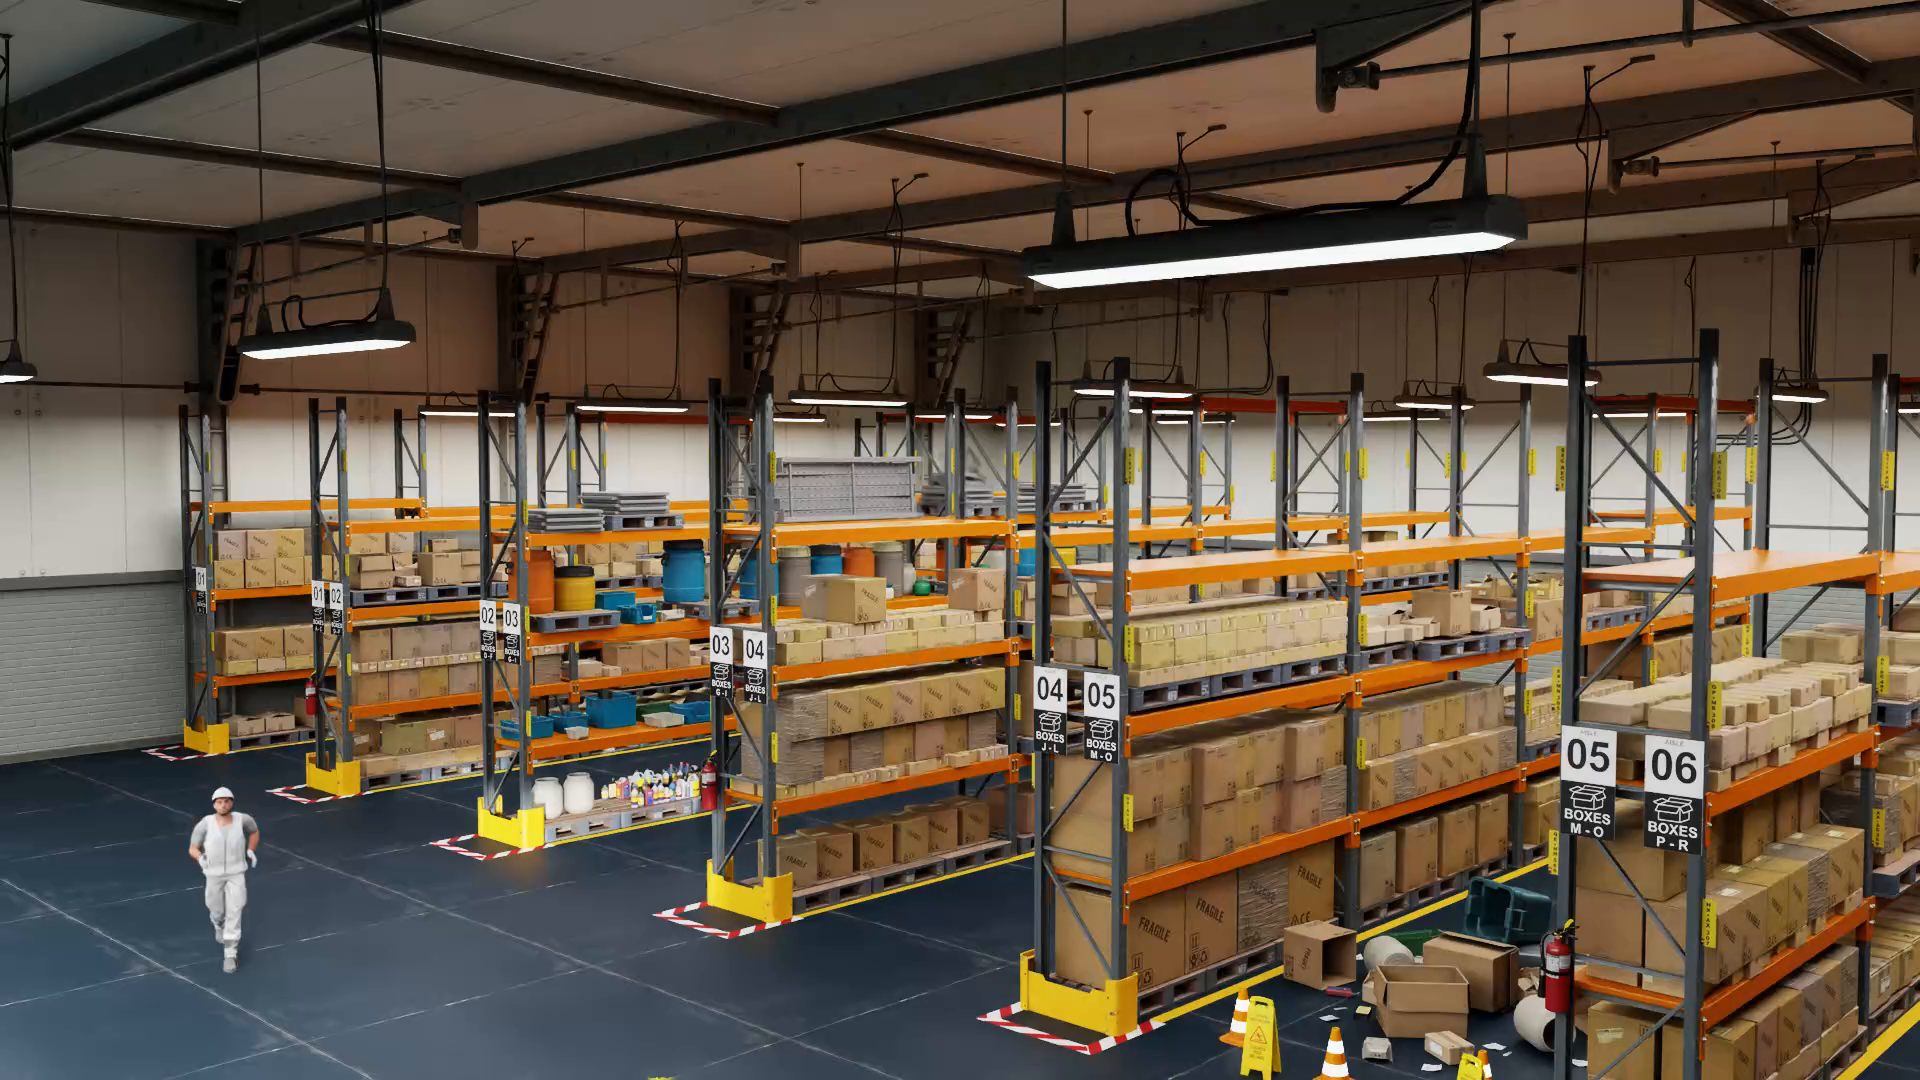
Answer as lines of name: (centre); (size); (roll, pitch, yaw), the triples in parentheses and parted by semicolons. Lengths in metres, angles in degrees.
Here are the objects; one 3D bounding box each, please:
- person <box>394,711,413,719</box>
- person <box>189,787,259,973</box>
person: (-9.387, 2.798, 28.069); (0.661, 1.770, 0.901); (2, 4, 33)
person: (-7.432, 3.387, 16.826); (0.656, 1.789, 0.956); (-1, 3, -25)
